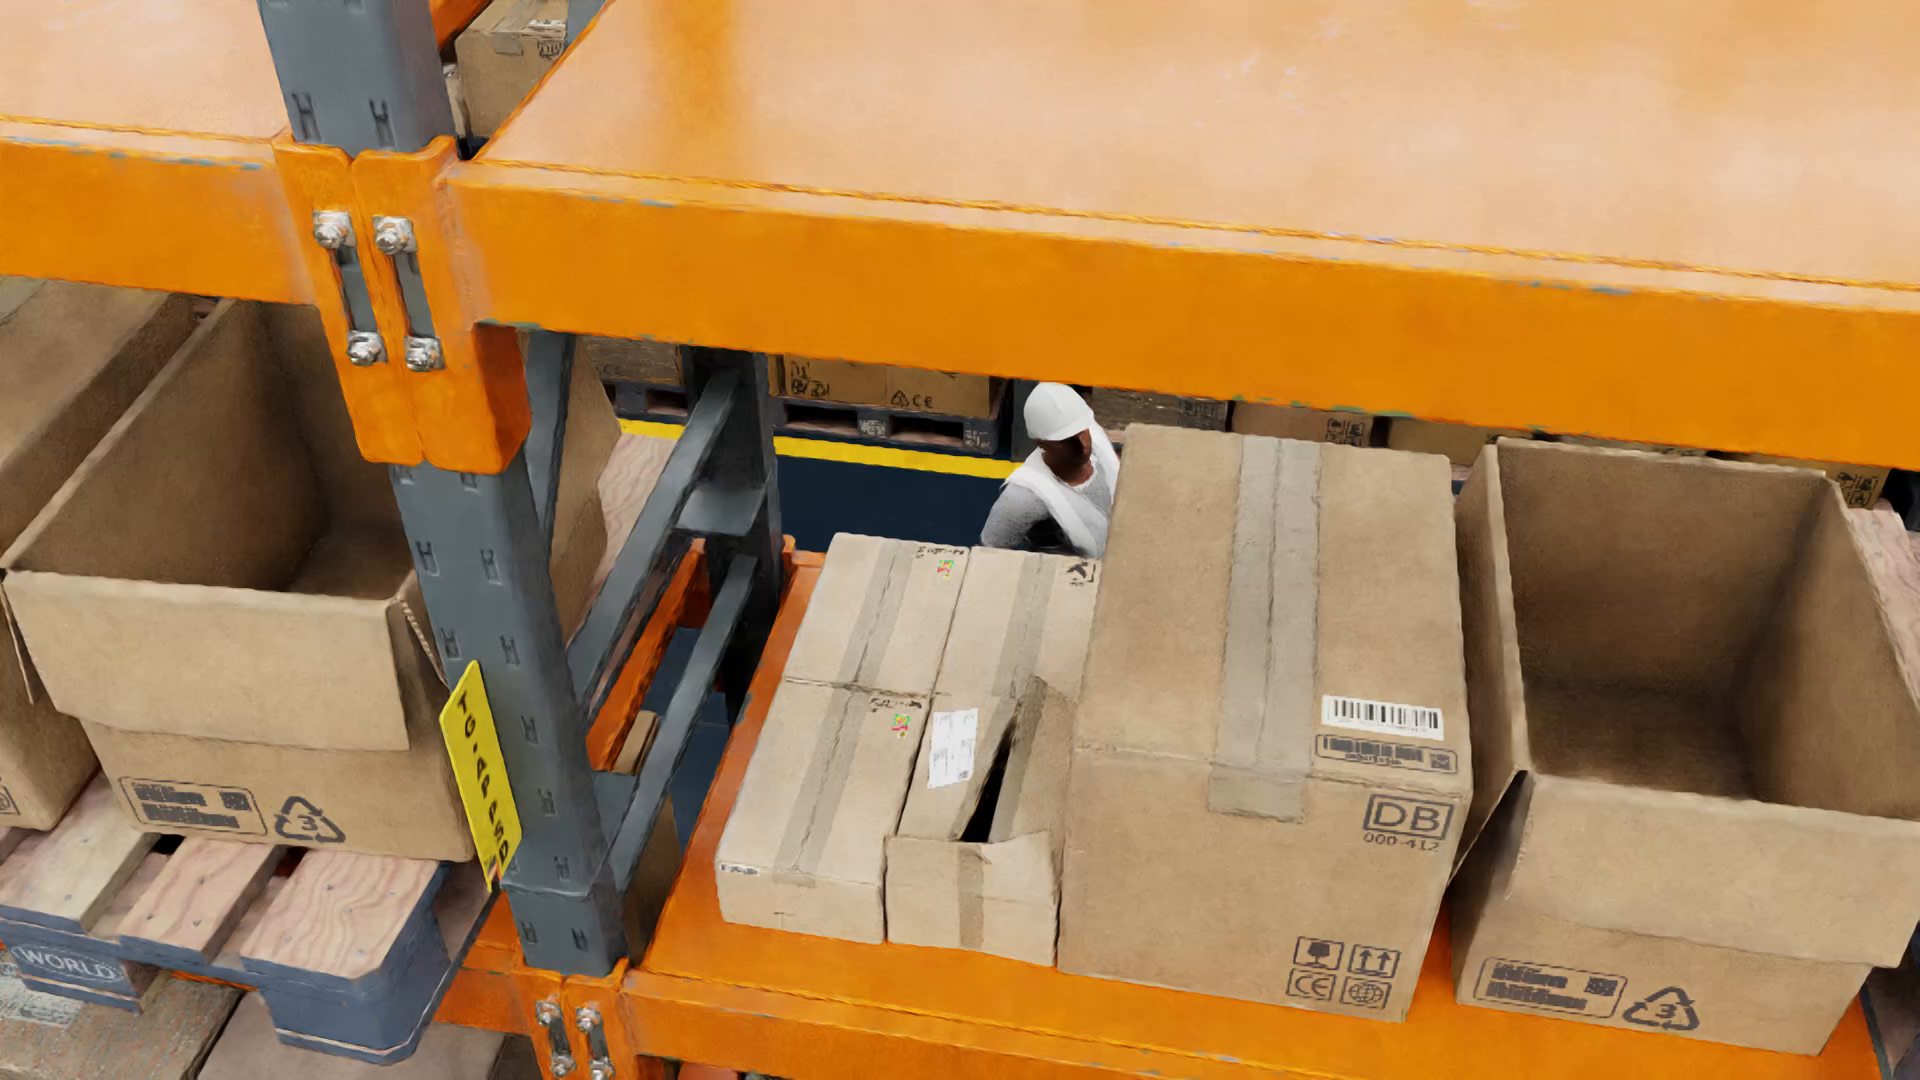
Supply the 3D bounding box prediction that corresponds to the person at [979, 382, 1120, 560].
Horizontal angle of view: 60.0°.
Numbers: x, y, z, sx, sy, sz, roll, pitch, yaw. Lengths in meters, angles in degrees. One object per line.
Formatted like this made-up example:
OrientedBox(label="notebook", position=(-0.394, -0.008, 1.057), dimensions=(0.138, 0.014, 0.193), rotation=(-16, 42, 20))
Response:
OrientedBox(label="person", position=(0.443, 0.163, 5.962), dimensions=(0.851, 1.765, 0.719), rotation=(22, 45, 24))
